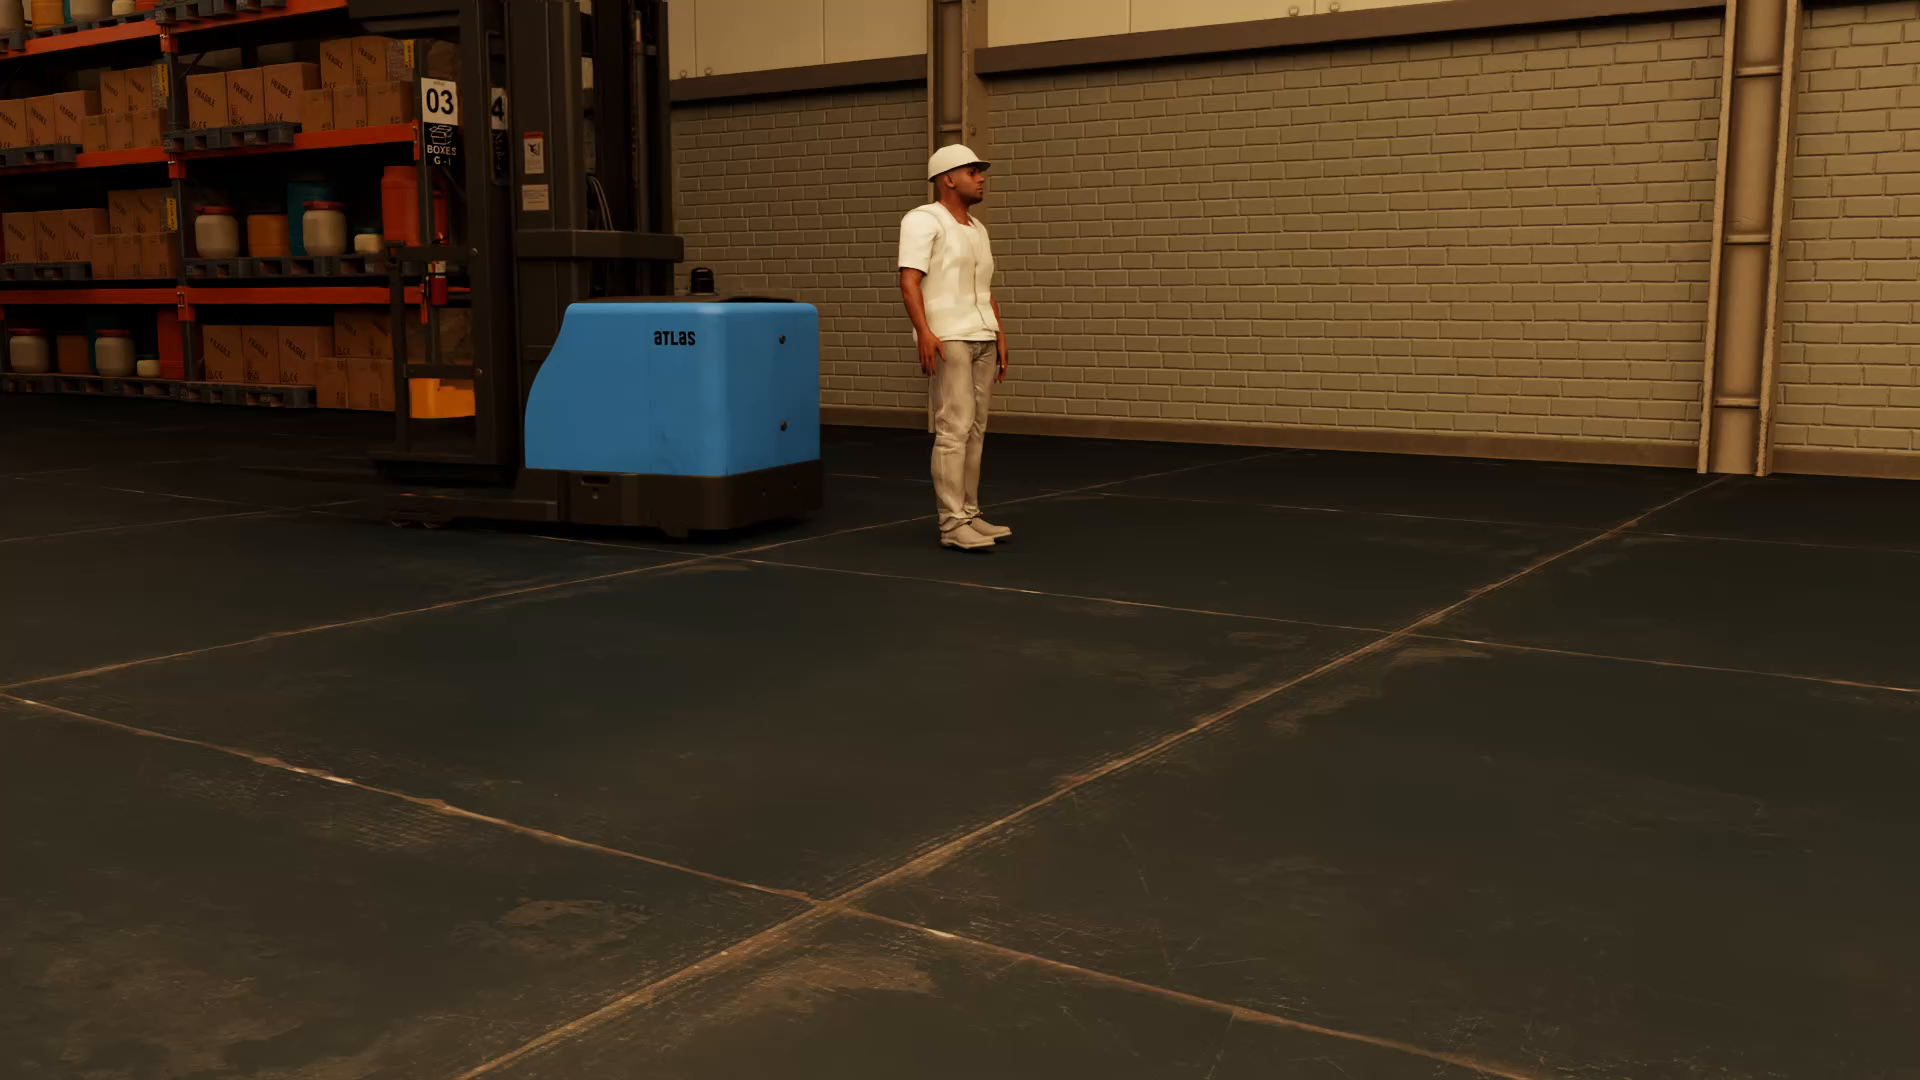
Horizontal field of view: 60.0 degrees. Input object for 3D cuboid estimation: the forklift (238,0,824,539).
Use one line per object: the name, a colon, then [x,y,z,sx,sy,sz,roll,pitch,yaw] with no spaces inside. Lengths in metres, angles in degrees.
forklift: [-2.243,-1.567,8.214,3.031,2.935,1.130,3,9,23]

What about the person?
person: [0.055,-0.875,7.435,0.575,1.768,0.666,5,10,34]
